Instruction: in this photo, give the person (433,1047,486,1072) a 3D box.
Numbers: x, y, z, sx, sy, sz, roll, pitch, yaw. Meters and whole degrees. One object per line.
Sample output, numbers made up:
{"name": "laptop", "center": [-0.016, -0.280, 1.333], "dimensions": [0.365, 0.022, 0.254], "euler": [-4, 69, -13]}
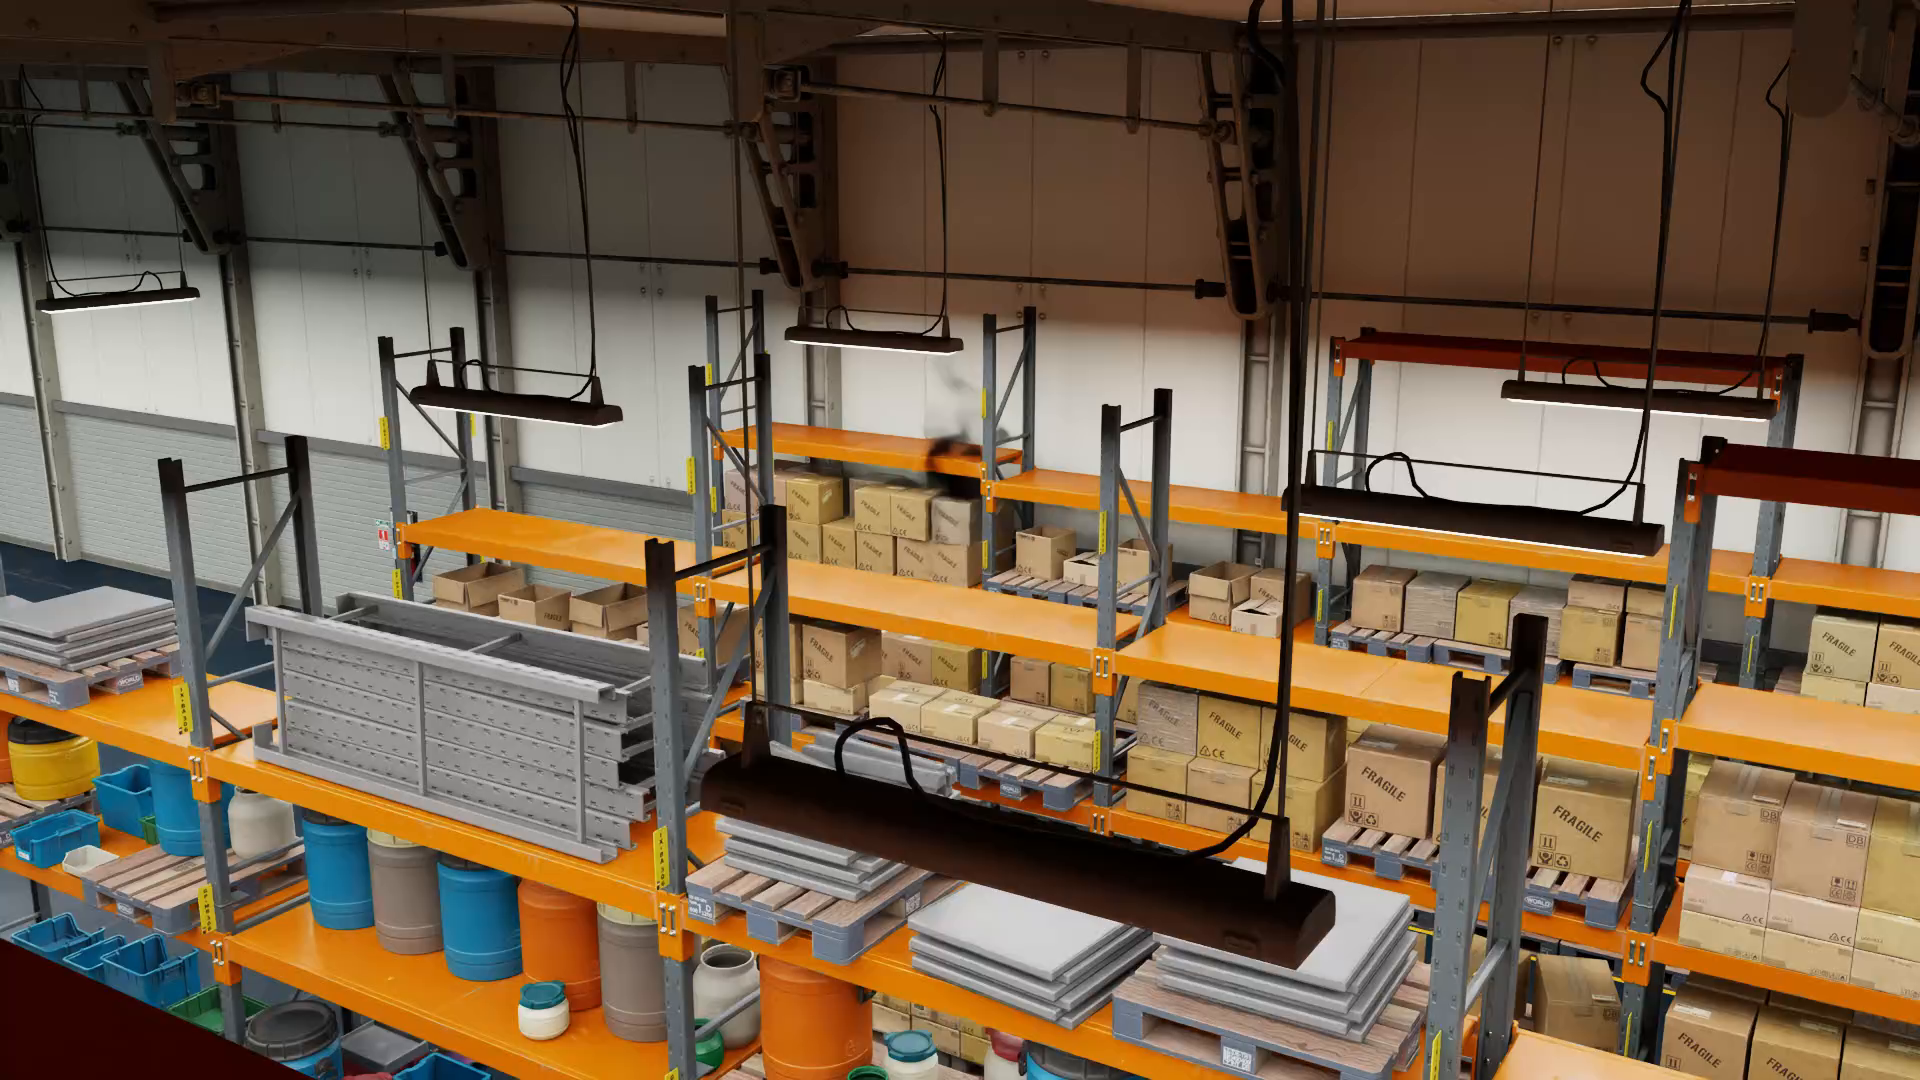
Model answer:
{"name": "person", "center": [-3.897, 4.139, 13.183], "dimensions": [0.875, 1.603, 0.550], "euler": [9, 16, 32]}
